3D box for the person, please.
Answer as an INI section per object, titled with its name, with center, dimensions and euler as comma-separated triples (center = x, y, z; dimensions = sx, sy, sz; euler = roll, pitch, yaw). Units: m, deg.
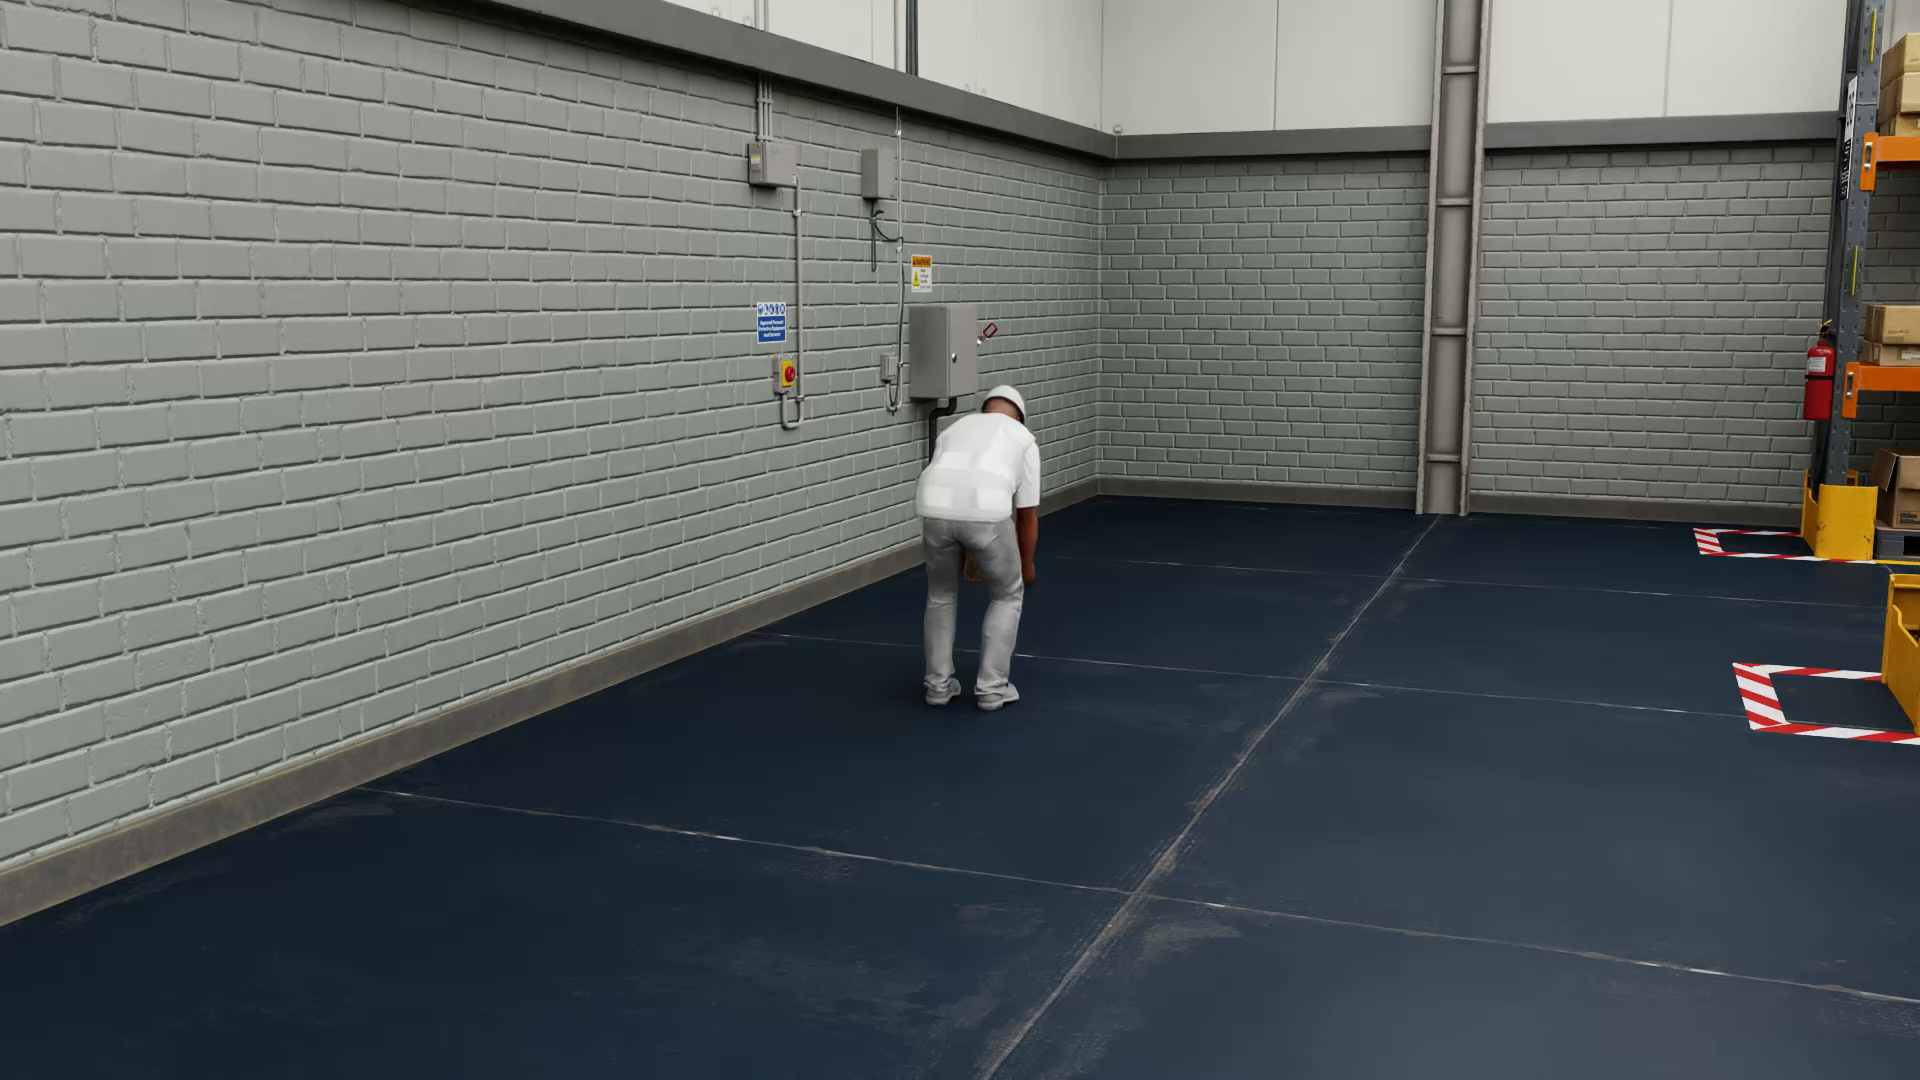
[person]
center = 0.095, 0.009, 7.497
dimensions = 0.490, 1.376, 0.898
euler = 3, 9, 19
